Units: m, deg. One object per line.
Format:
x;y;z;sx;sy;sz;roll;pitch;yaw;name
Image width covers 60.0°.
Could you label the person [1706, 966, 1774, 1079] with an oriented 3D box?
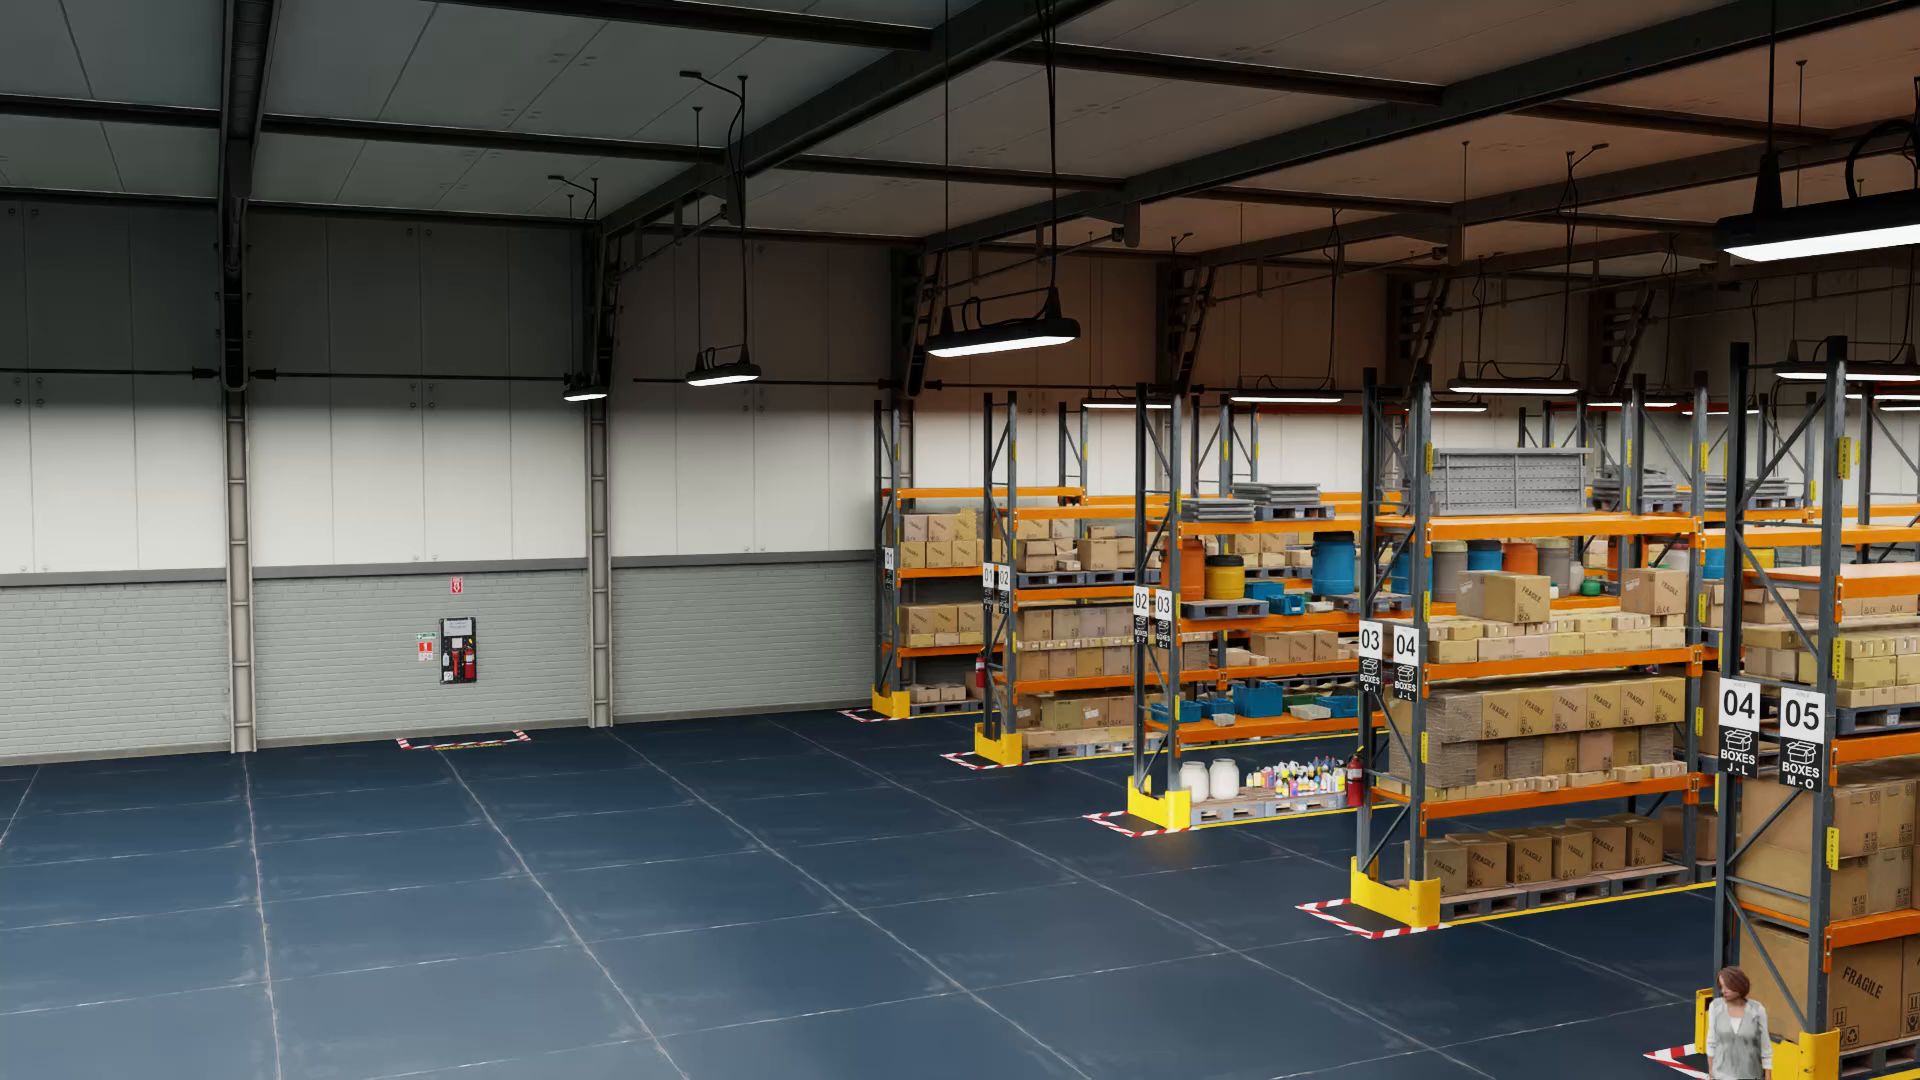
5.378;3.713;11.479;0.419;1.540;0.828;1;4;23;person
